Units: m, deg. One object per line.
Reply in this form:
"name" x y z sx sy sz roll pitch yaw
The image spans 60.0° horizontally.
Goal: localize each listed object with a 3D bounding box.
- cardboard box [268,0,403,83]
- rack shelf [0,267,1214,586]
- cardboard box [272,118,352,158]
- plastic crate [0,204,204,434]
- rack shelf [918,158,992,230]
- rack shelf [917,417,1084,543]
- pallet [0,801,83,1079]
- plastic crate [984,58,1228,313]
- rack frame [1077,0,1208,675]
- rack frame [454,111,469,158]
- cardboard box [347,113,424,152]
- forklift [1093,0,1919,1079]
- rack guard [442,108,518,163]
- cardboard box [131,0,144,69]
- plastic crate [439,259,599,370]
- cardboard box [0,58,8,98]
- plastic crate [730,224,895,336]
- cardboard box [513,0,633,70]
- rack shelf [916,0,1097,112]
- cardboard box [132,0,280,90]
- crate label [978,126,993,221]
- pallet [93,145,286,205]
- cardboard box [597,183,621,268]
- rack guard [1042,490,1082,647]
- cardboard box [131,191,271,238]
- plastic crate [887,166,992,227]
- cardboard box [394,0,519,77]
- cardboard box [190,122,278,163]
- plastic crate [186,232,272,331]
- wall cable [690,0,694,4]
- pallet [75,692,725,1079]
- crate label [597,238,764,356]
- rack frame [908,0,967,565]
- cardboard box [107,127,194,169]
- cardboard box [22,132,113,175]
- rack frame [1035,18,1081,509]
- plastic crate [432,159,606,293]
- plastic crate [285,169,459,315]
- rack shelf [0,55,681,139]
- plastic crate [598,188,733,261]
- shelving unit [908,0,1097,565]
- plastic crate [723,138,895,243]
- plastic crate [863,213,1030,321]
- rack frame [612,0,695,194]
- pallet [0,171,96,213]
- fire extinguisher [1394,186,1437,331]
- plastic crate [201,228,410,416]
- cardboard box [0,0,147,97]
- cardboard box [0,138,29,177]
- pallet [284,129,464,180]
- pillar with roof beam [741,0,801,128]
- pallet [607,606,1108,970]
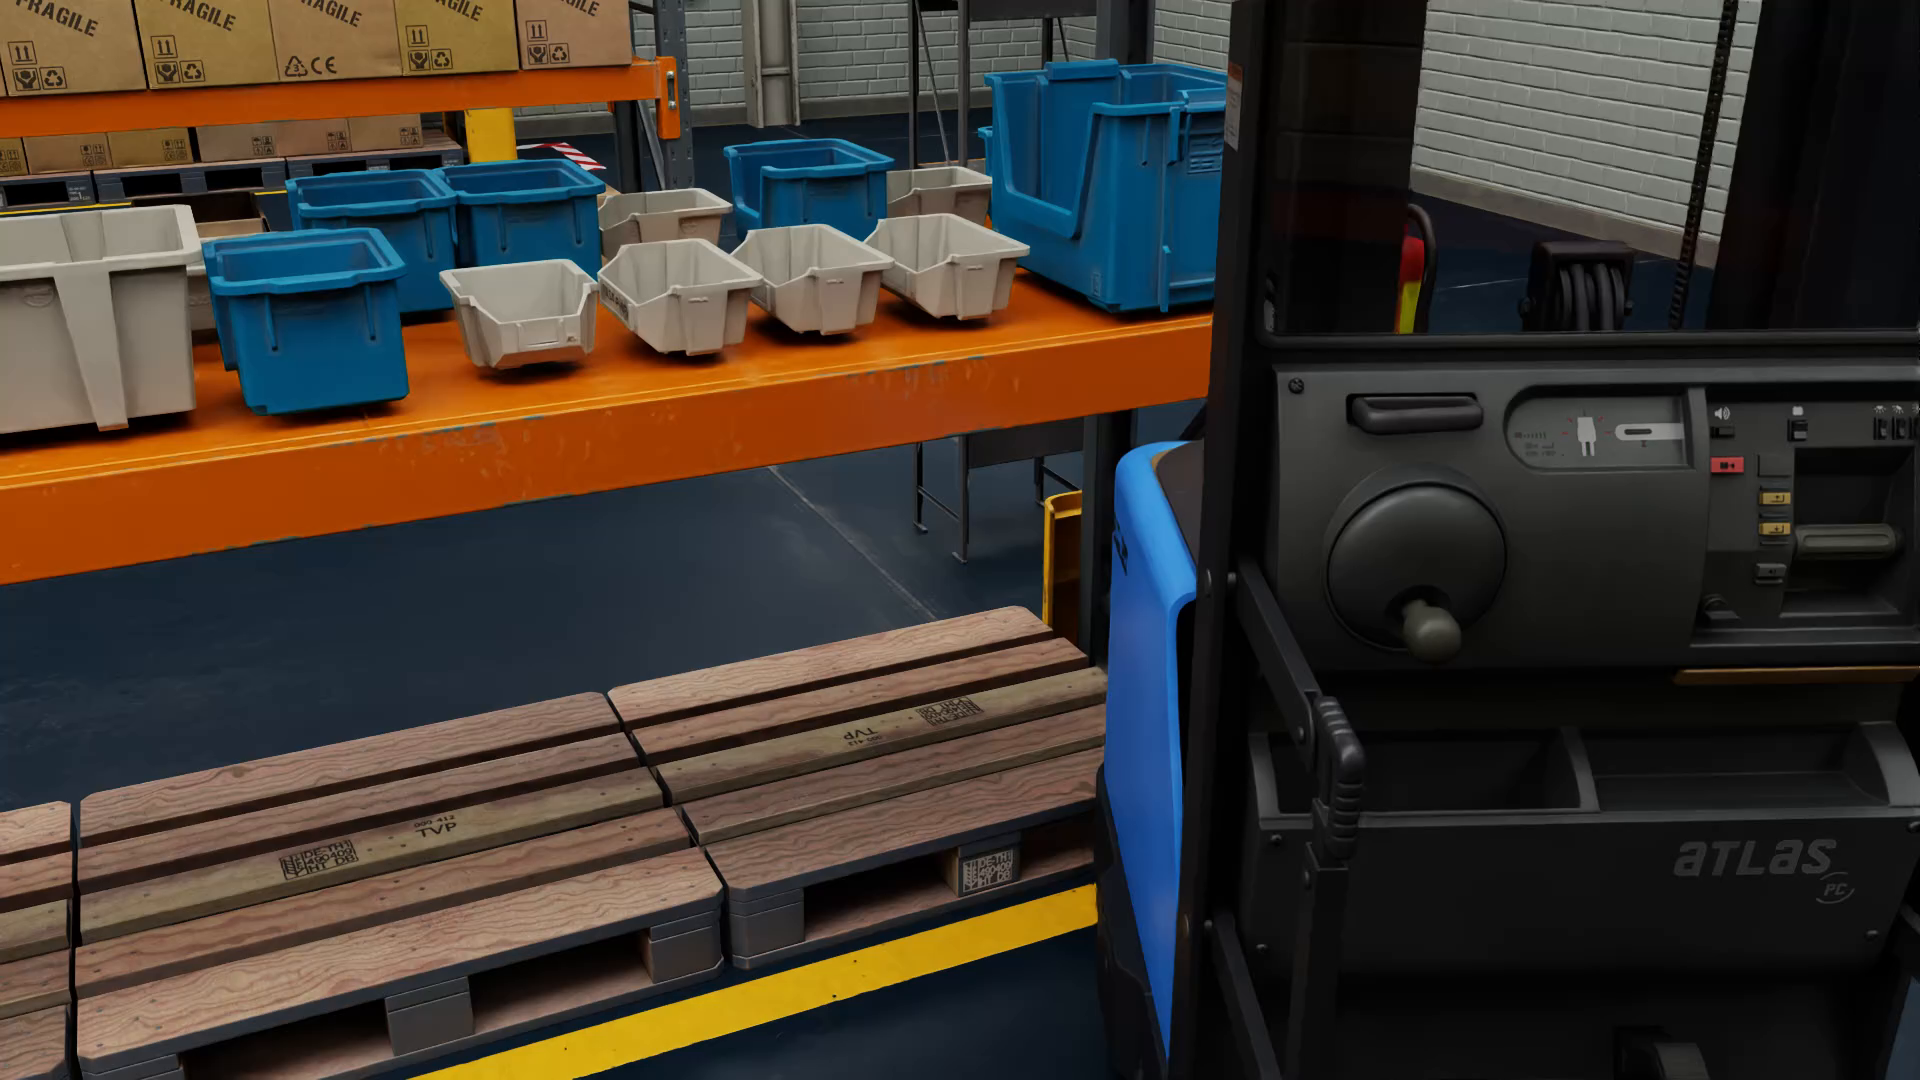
"cardboard box" -2.738 -2.278 7.201 0.500 0.500 0.500 -10 25 -23
"rack shelf" -1.192 -0.197 3.243 4.000 0.370 1.077 -10 25 -24
"cardboard box" -4.724 -3.080 11.989 0.500 0.500 0.700 -11 25 -24
"plastic crate" -1.538 -0.360 2.774 0.530 0.282 0.437 -10 25 -24
"rack shelf" 0.149 -0.985 5.420 0.480 0.518 0.431 -10 25 -24
"rack shelf" 0.149 -0.338 5.688 0.480 0.518 0.431 -10 25 -24
"pallet" -2.348 0.956 3.165 1.213 0.211 1.003 -10 25 -24
"plastic crate" 0.390 -0.785 3.599 0.499 0.435 0.616 -10 25 -24
"rack frame" 0.610 -0.861 3.907 0.127 3.000 1.000 -10 25 -24
"rack frame" -3.686 -4.275 12.155 0.127 3.000 1.000 -10 25 -24
"cardboard box" -4.274 -3.163 12.189 0.500 0.500 0.700 -10 25 -24
"forklift" 0.878 -0.014 1.950 1.130 2.935 3.031 -1 22 -2
"rack guard" -3.665 -3.124 12.643 0.348 0.500 1.175 -10 25 -24
"cardboard box" -3.874 -2.294 7.240 0.500 0.500 0.500 -10 24 -22
"plastic crate" -0.812 -0.416 3.099 0.250 0.136 0.298 -10 25 -24
"cardboard box" -4.101 -2.028 6.596 0.500 0.500 0.500 -10 24 -23
"plastic crate" -0.313 -0.526 3.365 0.243 0.136 0.396 -10 25 -24
"cardboard box" -1.820 -2.446 7.608 0.500 0.500 0.500 -10 24 -22
"rack shelf" 0.149 -1.632 5.152 0.480 0.518 0.431 -10 25 -24
"cardboard box" -3.192 -2.195 7.000 0.500 0.500 0.500 -11 25 -24
"crate label" 0.245 -0.884 4.103 0.303 0.233 0.416 -10 25 -24
"pallet" -5.470 -2.626 11.818 1.213 0.211 1.003 -10 25 -24
"cardboard box" -1.918 -1.442 8.004 0.500 0.500 0.500 -10 25 -24
"rack guard" 0.627 0.286 4.406 0.348 0.500 1.175 -10 25 -24
"cardboard box" -3.448 -1.268 7.580 0.637 0.503 0.797 -10 25 -24
"plastic crate" -0.080 -0.814 4.062 0.298 0.136 0.250 -10 25 -24
"cardboard box" -2.286 -2.359 7.397 0.500 0.500 0.500 -10 25 -23
"cardboard box" -5.177 -2.997 11.787 0.500 0.500 0.700 -11 25 -25
"plastic crate" -1.555 -0.496 3.291 0.466 0.136 0.293 -10 25 -24
"wall cable" -2.943 -5.283 13.262 1.851 1.984 0.084 -10 25 -24
"pallet" -1.247 0.752 3.657 1.213 0.211 1.003 -10 25 -24
"crate label" -0.554 -0.471 3.233 0.243 0.136 0.396 -10 25 -24
"rack frame" -0.071 -0.957 5.317 0.015 2.100 0.400 -10 25 -24
"cardboard box" -5.655 -2.906 11.567 0.500 0.500 0.700 -10 24 -22
"cardboard box" -6.118 -2.821 11.363 0.500 0.500 0.700 -11 25 -24
"rack frame" 0.369 -1.038 5.513 0.015 2.100 0.400 -10 25 -24
"plastic crate" -0.941 -0.665 3.575 0.300 0.233 0.416 -10 25 -24
"plastic crate" -1.212 -0.615 3.455 0.300 0.233 0.416 -10 25 -24
"rack shelf" -3.337 -1.904 7.369 4.000 0.370 1.077 -10 25 -24
"plastic crate" -0.691 -0.702 3.790 0.298 0.136 0.250 -10 25 -24
"shelving unit" 0.149 -0.998 5.415 0.503 2.100 0.431 -10 25 -24
"plastic crate" -0.348 -0.774 3.839 0.300 0.233 0.416 -10 25 -24
"plastic crate" -0.046 -0.569 3.469 0.243 0.136 0.396 -10 25 -24
"rack frame" -1.534 -2.568 8.033 0.127 3.000 1.000 -10 25 -24
"pallet" -6.571 -2.422 11.325 1.213 0.211 1.003 -10 25 -24
"fire extinguisher" 0.943 -0.521 3.676 0.183 0.674 0.296 -10 25 -24
"plastic crate" -1.129 -0.382 2.891 0.300 0.233 0.416 -10 25 -24
"cardboard box" -3.649 -2.110 6.795 0.500 0.500 0.500 -11 25 -24
"cardboard box" -6.572 -2.739 11.165 0.500 0.500 0.700 -10 25 -23
"pallet" -4.373 -2.827 12.303 1.213 0.211 1.003 -10 25 -24
"pillar with roof beam" 0.239 -6.309 9.226 0.400 9.000 9.100 -10 25 -24
"pallet" -0.149 0.551 4.143 1.213 0.211 1.003 -10 25 -24
